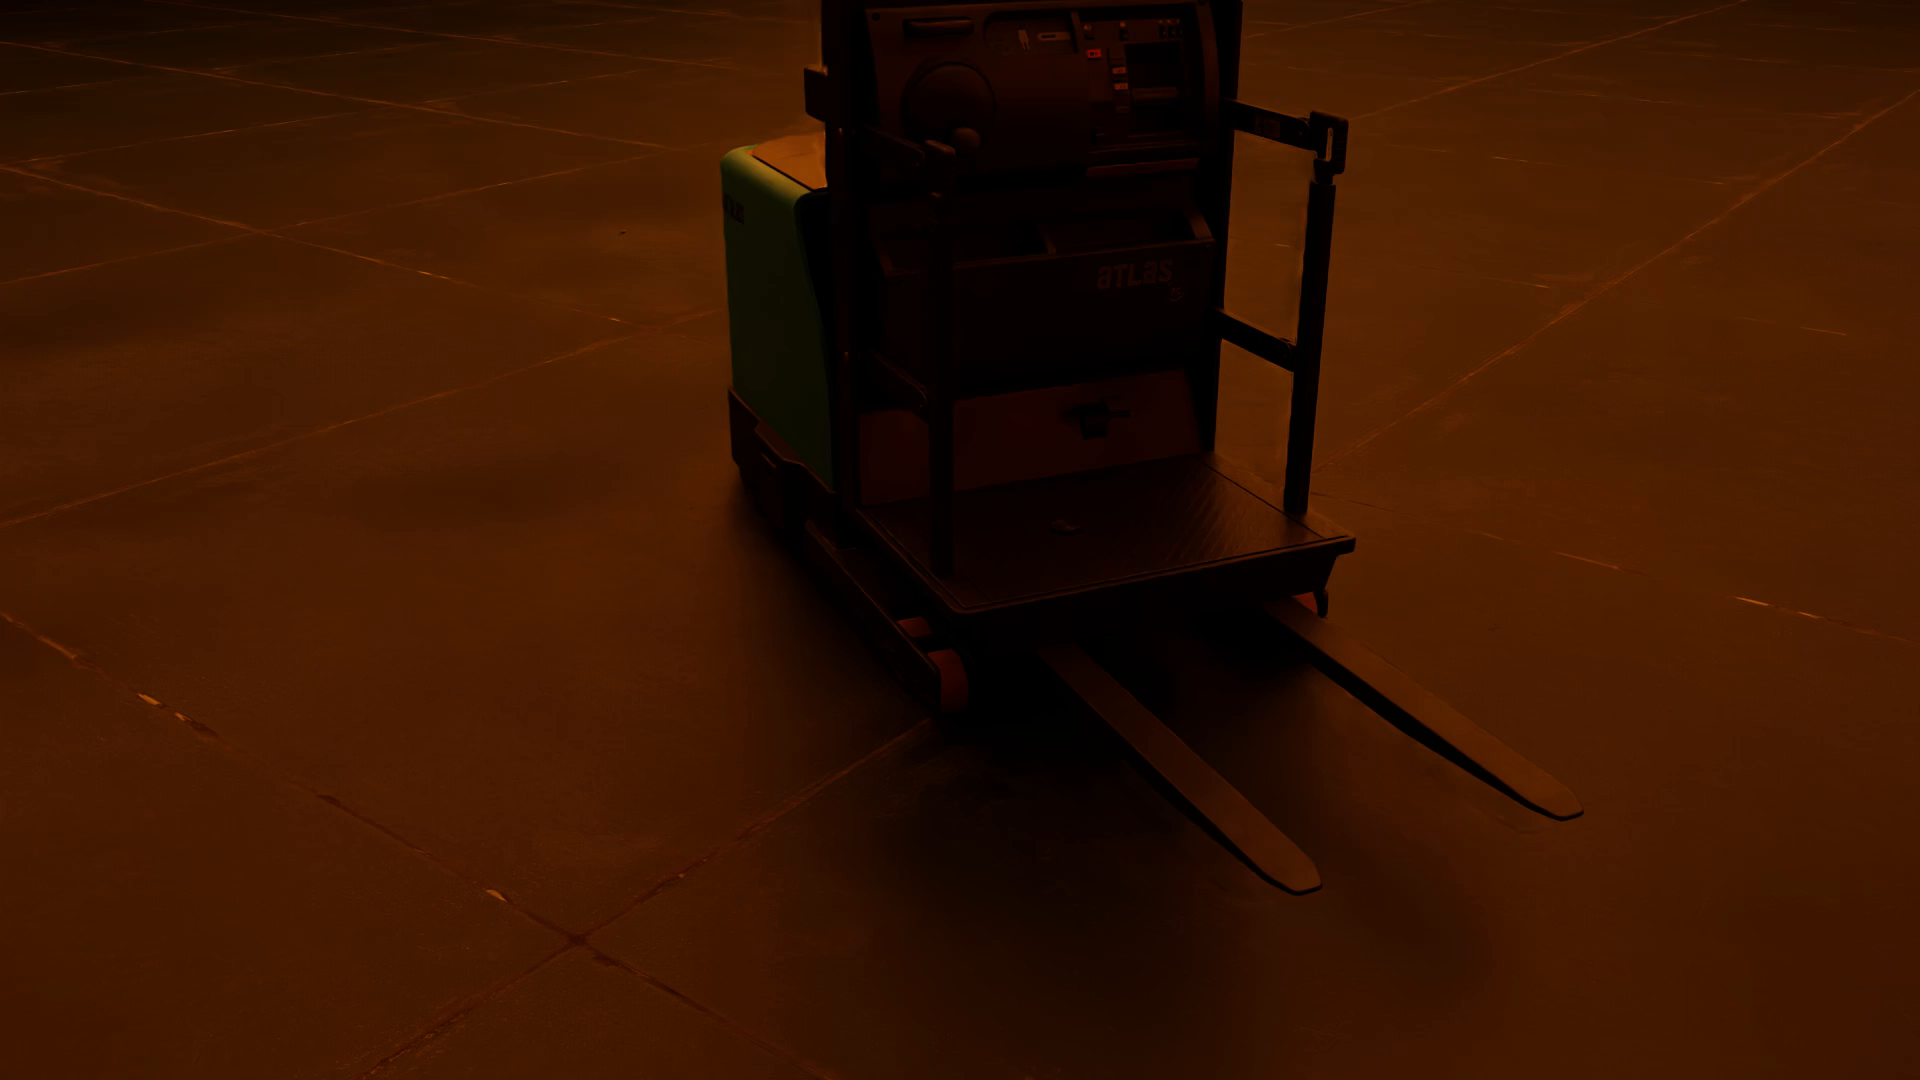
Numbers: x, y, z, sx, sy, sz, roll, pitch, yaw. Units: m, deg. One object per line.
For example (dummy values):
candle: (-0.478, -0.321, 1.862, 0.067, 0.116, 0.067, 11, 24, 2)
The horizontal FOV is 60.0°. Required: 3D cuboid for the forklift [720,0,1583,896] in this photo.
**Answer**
forklift: (0.303, -1.109, 3.888, 1.130, 2.935, 3.031, -10, 25, -22)
